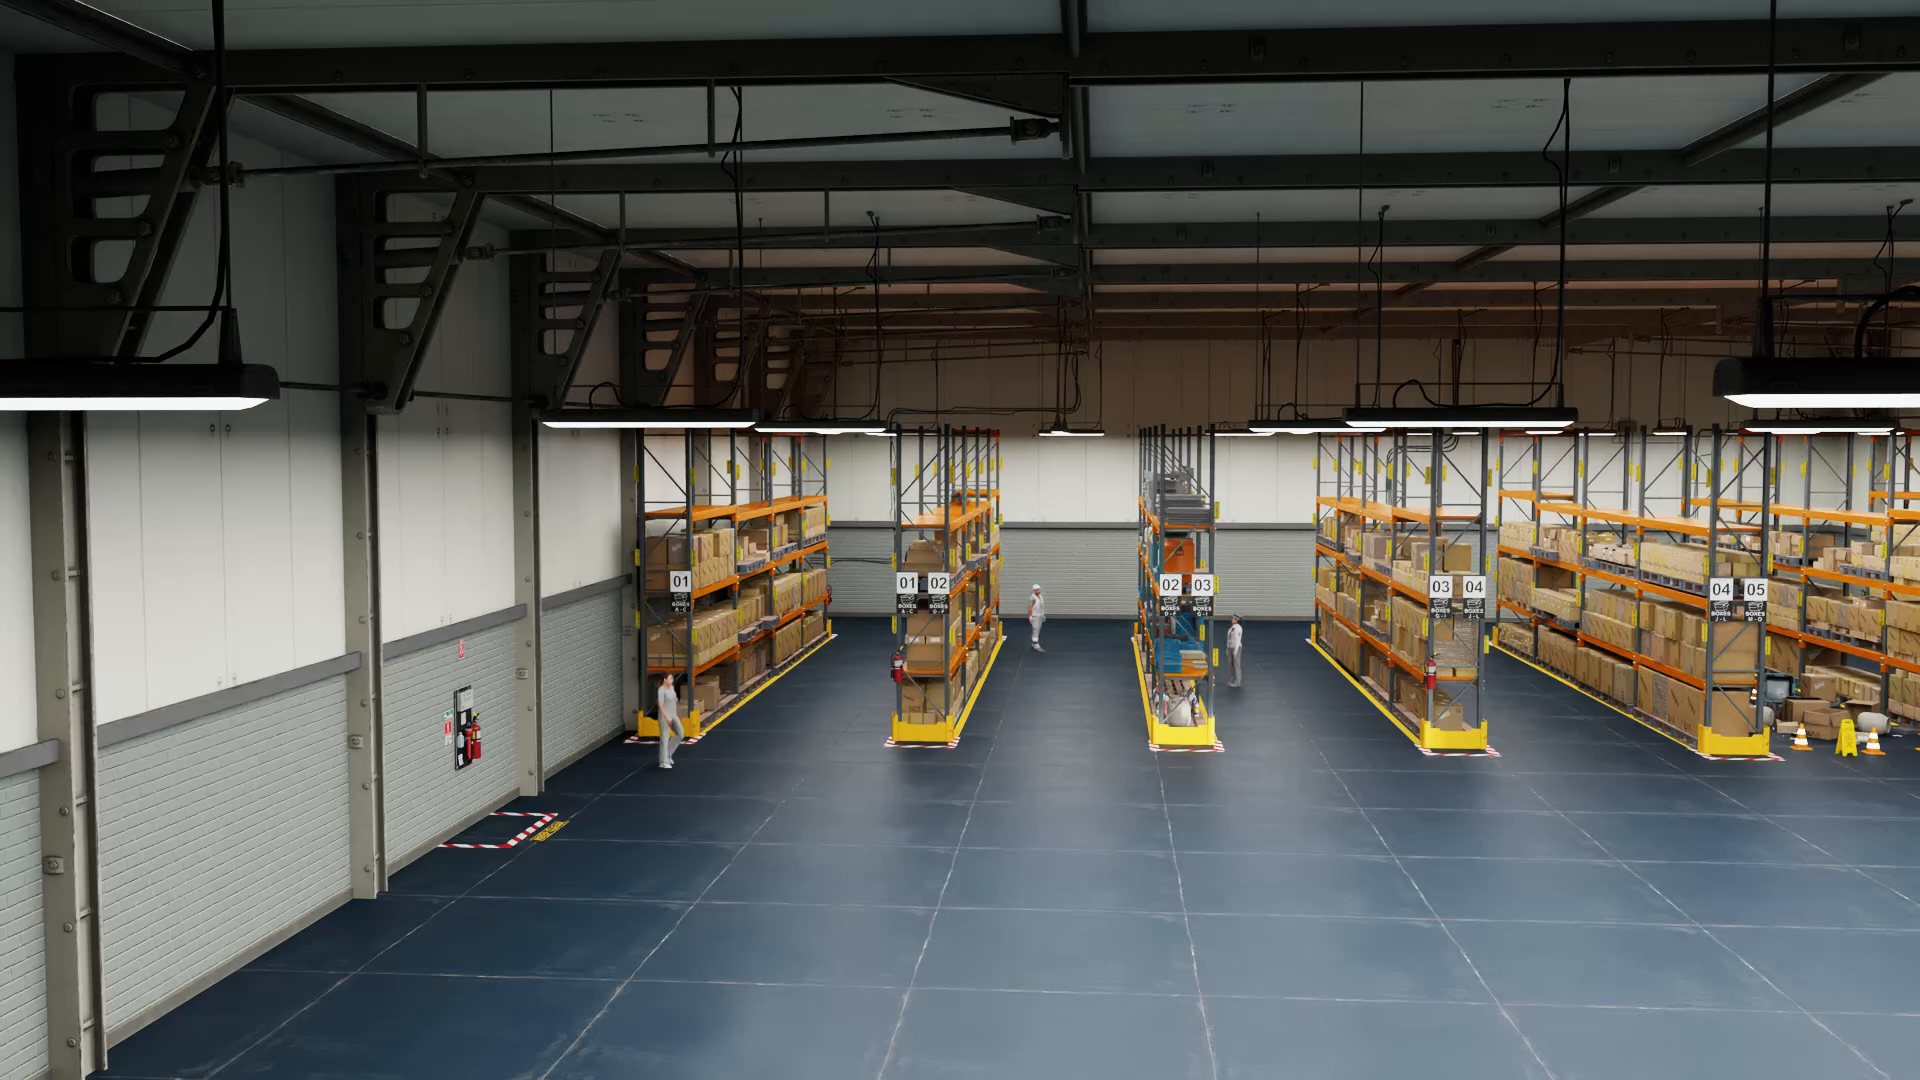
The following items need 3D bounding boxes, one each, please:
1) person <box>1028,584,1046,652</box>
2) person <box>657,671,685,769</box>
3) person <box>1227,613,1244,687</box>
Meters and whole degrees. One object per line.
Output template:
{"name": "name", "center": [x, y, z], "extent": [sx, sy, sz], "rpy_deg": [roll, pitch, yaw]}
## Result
{"name": "person", "center": [2.142, 2.097, 44.955], "extent": [0.553, 1.805, 0.589], "rpy_deg": [3, 4, 37]}
{"name": "person", "center": [-5.071, 3.119, 28.988], "extent": [0.466, 1.673, 0.537], "rpy_deg": [2, 4, 28]}
{"name": "person", "center": [6.360, 2.536, 38.552], "extent": [0.411, 1.693, 0.487], "rpy_deg": [-2, 4, -30]}
